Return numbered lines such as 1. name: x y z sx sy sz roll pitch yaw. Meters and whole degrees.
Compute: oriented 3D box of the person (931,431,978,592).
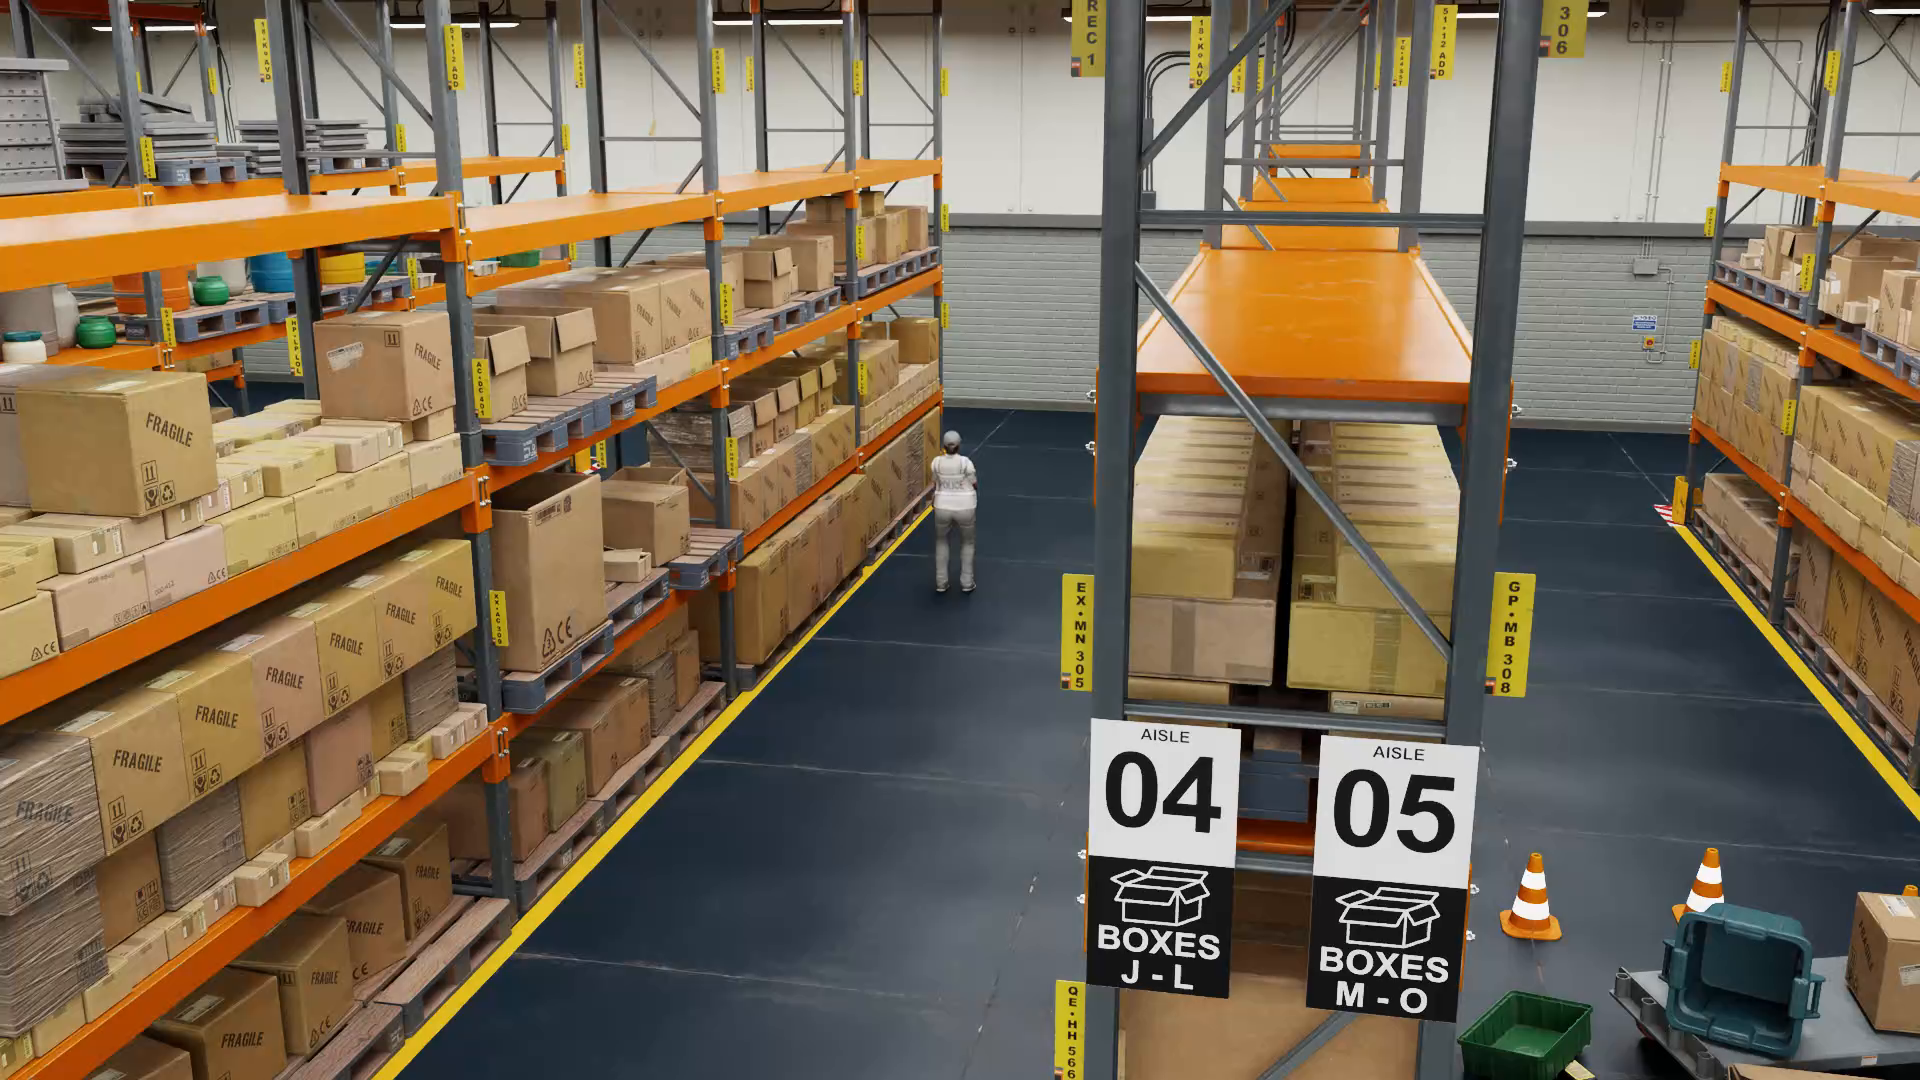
1. person: -0.044 -0.306 16.688 0.453 1.654 0.518 3 15 10
